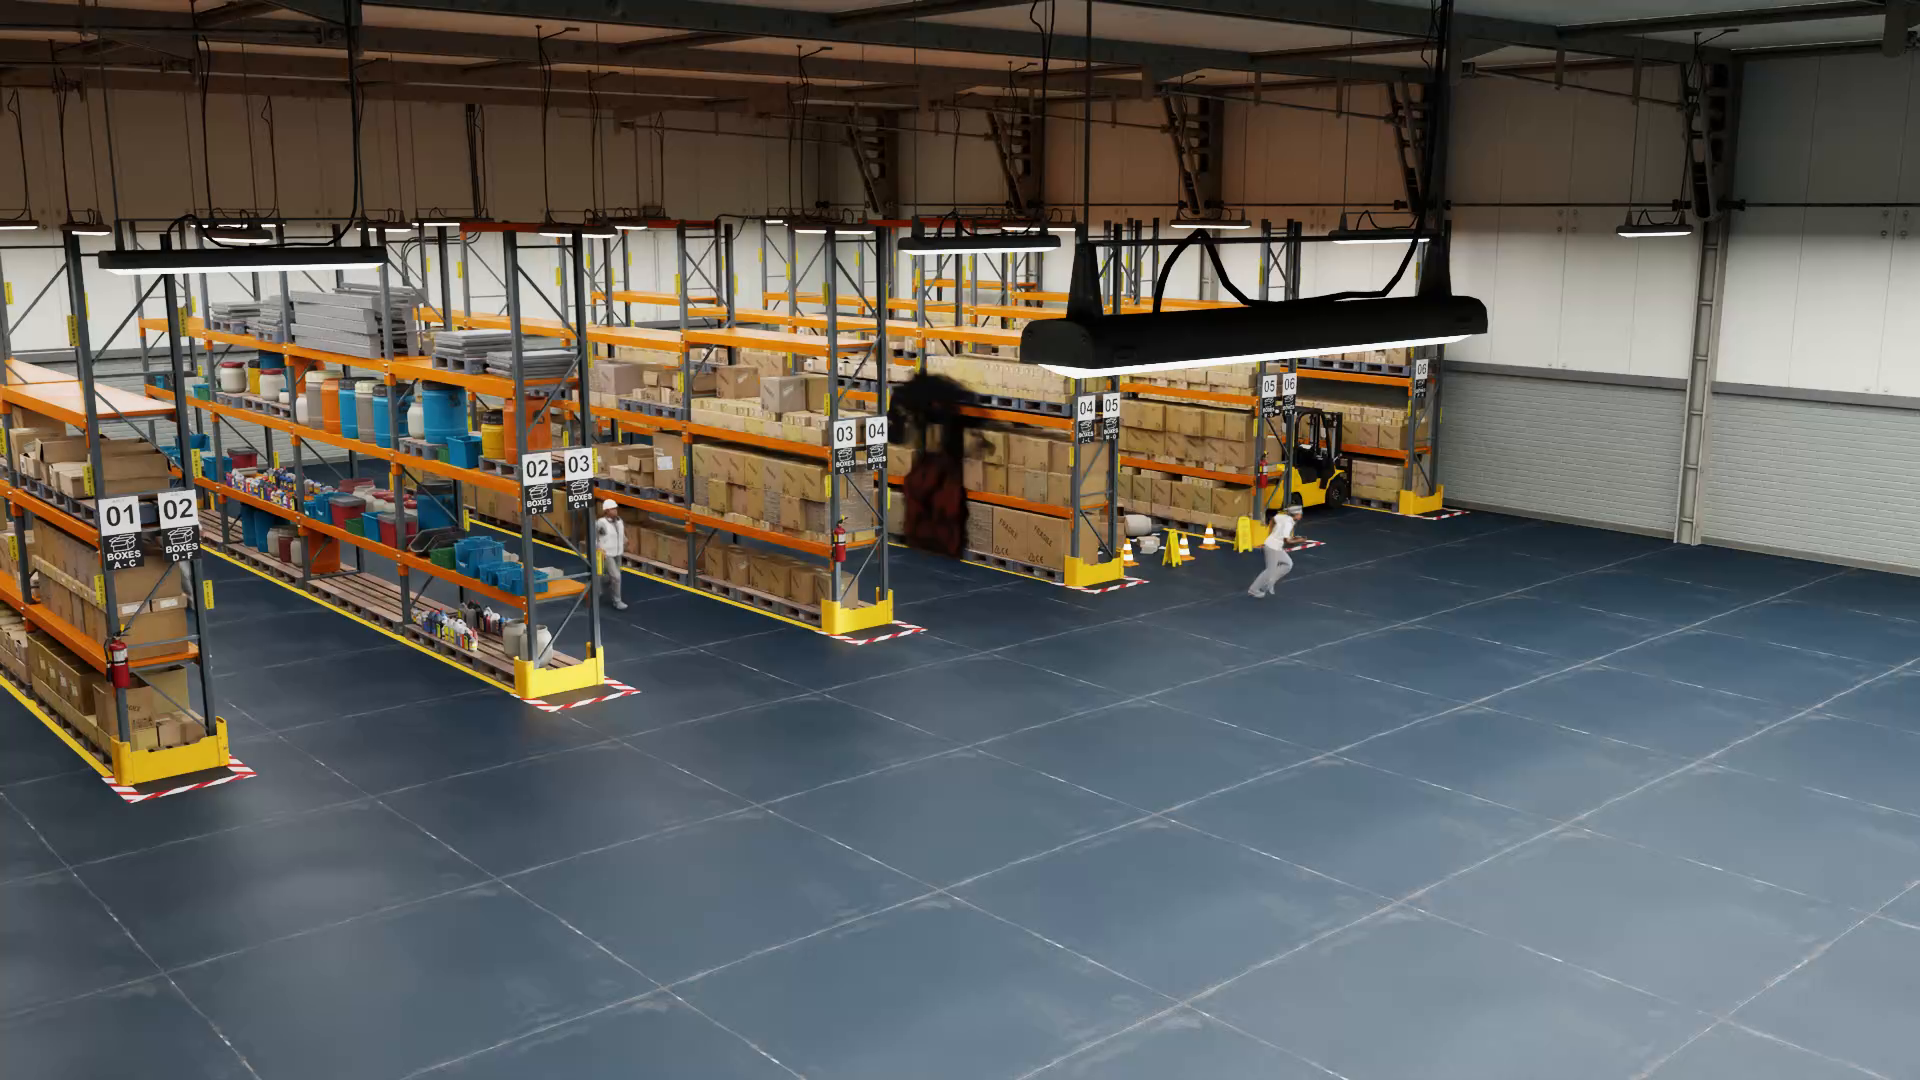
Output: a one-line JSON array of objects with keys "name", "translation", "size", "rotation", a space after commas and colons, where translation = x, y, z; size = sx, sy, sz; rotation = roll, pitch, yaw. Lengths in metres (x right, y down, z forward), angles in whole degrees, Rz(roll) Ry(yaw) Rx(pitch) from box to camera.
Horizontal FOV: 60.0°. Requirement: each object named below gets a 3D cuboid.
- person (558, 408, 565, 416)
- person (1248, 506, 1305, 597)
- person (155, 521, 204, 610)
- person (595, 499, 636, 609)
[{"name": "person", "translation": [-9.315, -2.281, 38.851], "size": [0.745, 1.737, 0.662], "rotation": [-6, 13, -25]}, {"name": "person", "translation": [5.192, 0.167, 27.182], "size": [0.910, 1.505, 0.608], "rotation": [1, 11, 6]}, {"name": "person", "translation": [-12.334, 0.201, 26.376], "size": [0.889, 1.765, 0.705], "rotation": [10, 15, 42]}, {"name": "person", "translation": [-5.623, 0.205, 26.506], "size": [0.829, 1.749, 0.647], "rotation": [8, 14, 33]}]
